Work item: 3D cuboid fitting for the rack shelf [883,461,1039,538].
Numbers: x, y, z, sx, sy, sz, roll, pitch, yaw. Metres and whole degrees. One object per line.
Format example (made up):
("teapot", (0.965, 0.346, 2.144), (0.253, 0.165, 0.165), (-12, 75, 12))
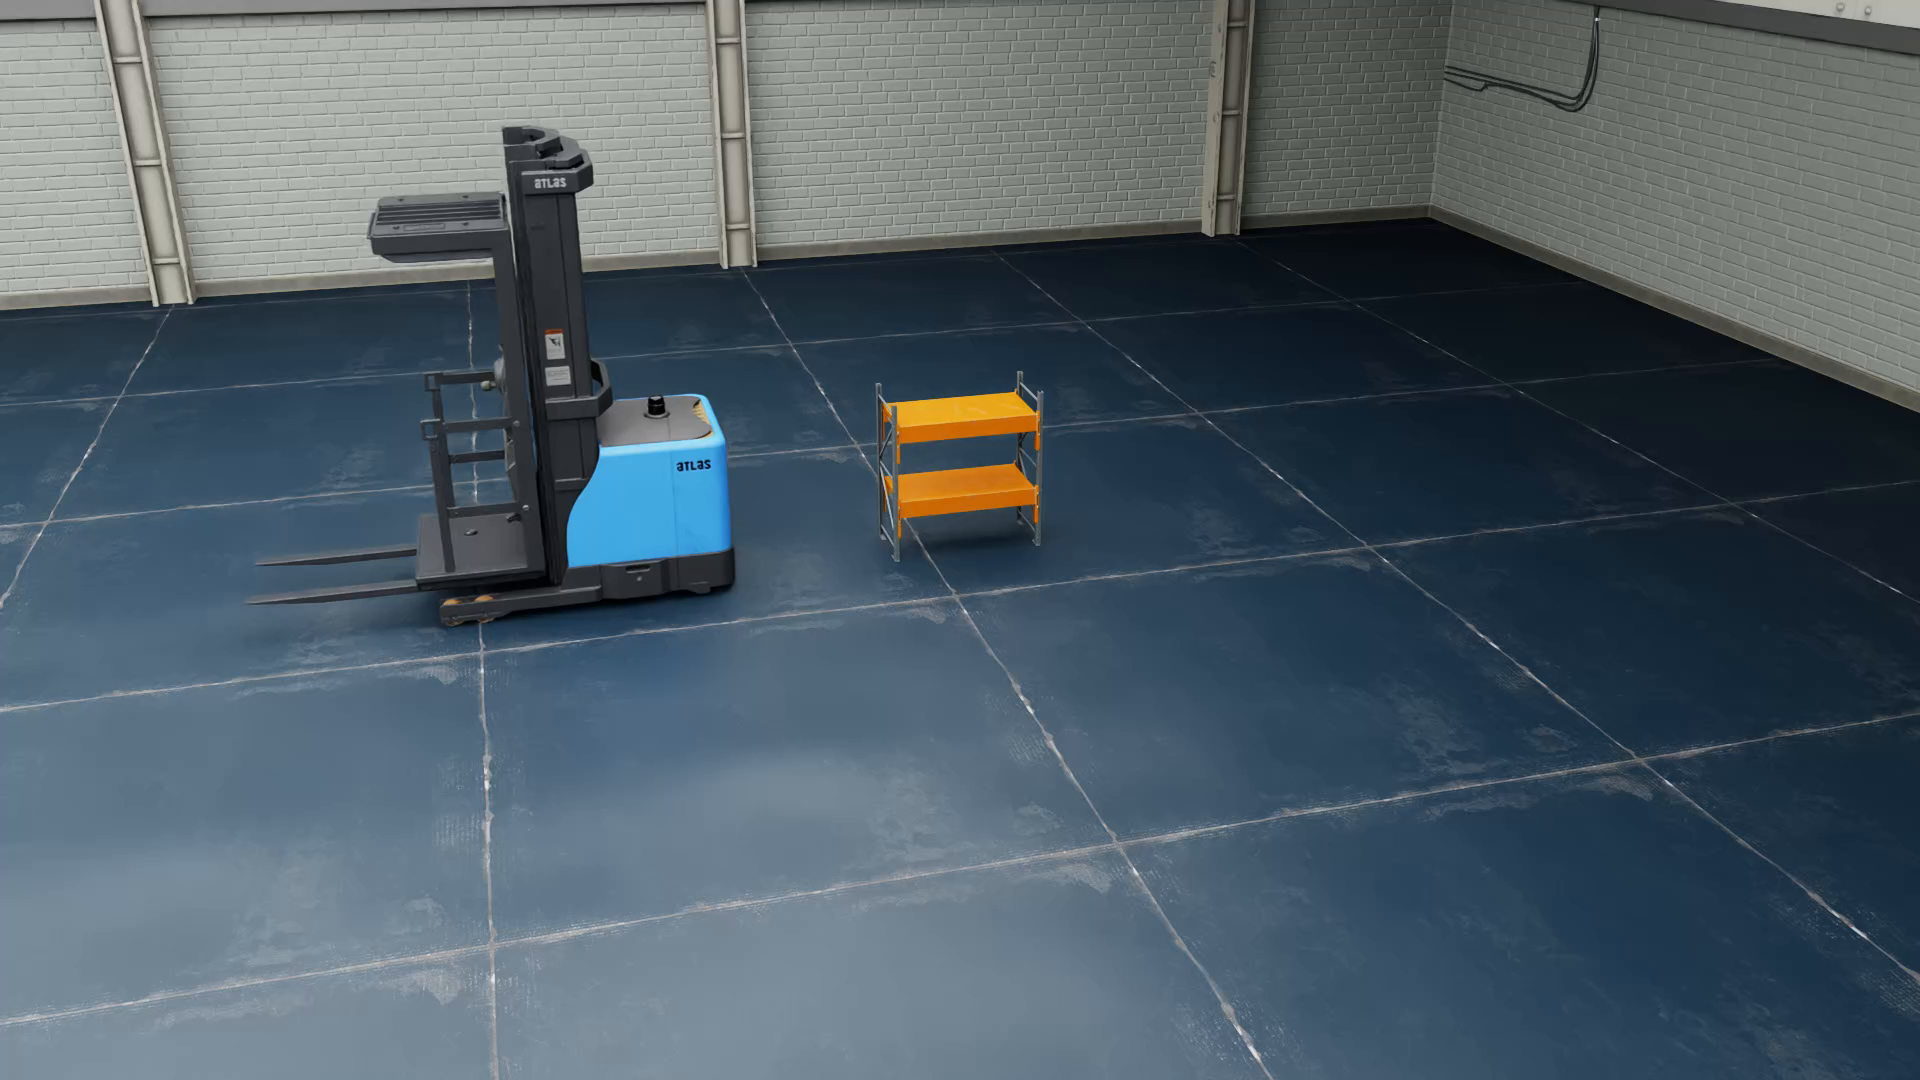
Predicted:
("rack shelf", (-0.007, -0.292, 11.623), (1.000, 0.278, 0.538), (-6, 24, -14))

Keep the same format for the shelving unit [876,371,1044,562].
("shelving unit", (-0.007, -0.516, 11.527), (1.048, 1.125, 0.538), (-6, 24, -14))

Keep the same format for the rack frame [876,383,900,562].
("rack frame", (-0.496, -0.462, 11.400), (0.032, 1.125, 0.500), (-6, 24, -14))

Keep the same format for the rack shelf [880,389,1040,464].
("rack shelf", (-0.007, -0.785, 11.411), (1.000, 0.278, 0.538), (-6, 24, -14))

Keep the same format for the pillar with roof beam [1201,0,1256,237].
("pillar with roof beam", (4.391, -6.311, 15.045), (0.400, 9.000, 9.100), (-6, 24, -14))

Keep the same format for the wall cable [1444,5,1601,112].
("wall cable", (6.422, -6.330, 19.028), (0.112, 2.526, 3.097), (-6, 24, -14))

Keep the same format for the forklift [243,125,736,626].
("forklift", (-3.055, -1.035, 10.446), (3.031, 2.935, 1.130), (-6, 24, -14))

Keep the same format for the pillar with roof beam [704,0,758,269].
("pillar with roof beam", (-1.386, -5.672, 13.556), (0.400, 9.000, 9.100), (-6, 24, -14))

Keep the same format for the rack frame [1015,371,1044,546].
("rack frame", (0.483, -0.570, 11.653), (0.032, 1.125, 0.500), (-6, 24, -14))

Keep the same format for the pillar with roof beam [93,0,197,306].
("pillar with roof beam", (-7.163, -5.032, 12.066), (0.400, 9.000, 9.100), (-6, 24, -14))
